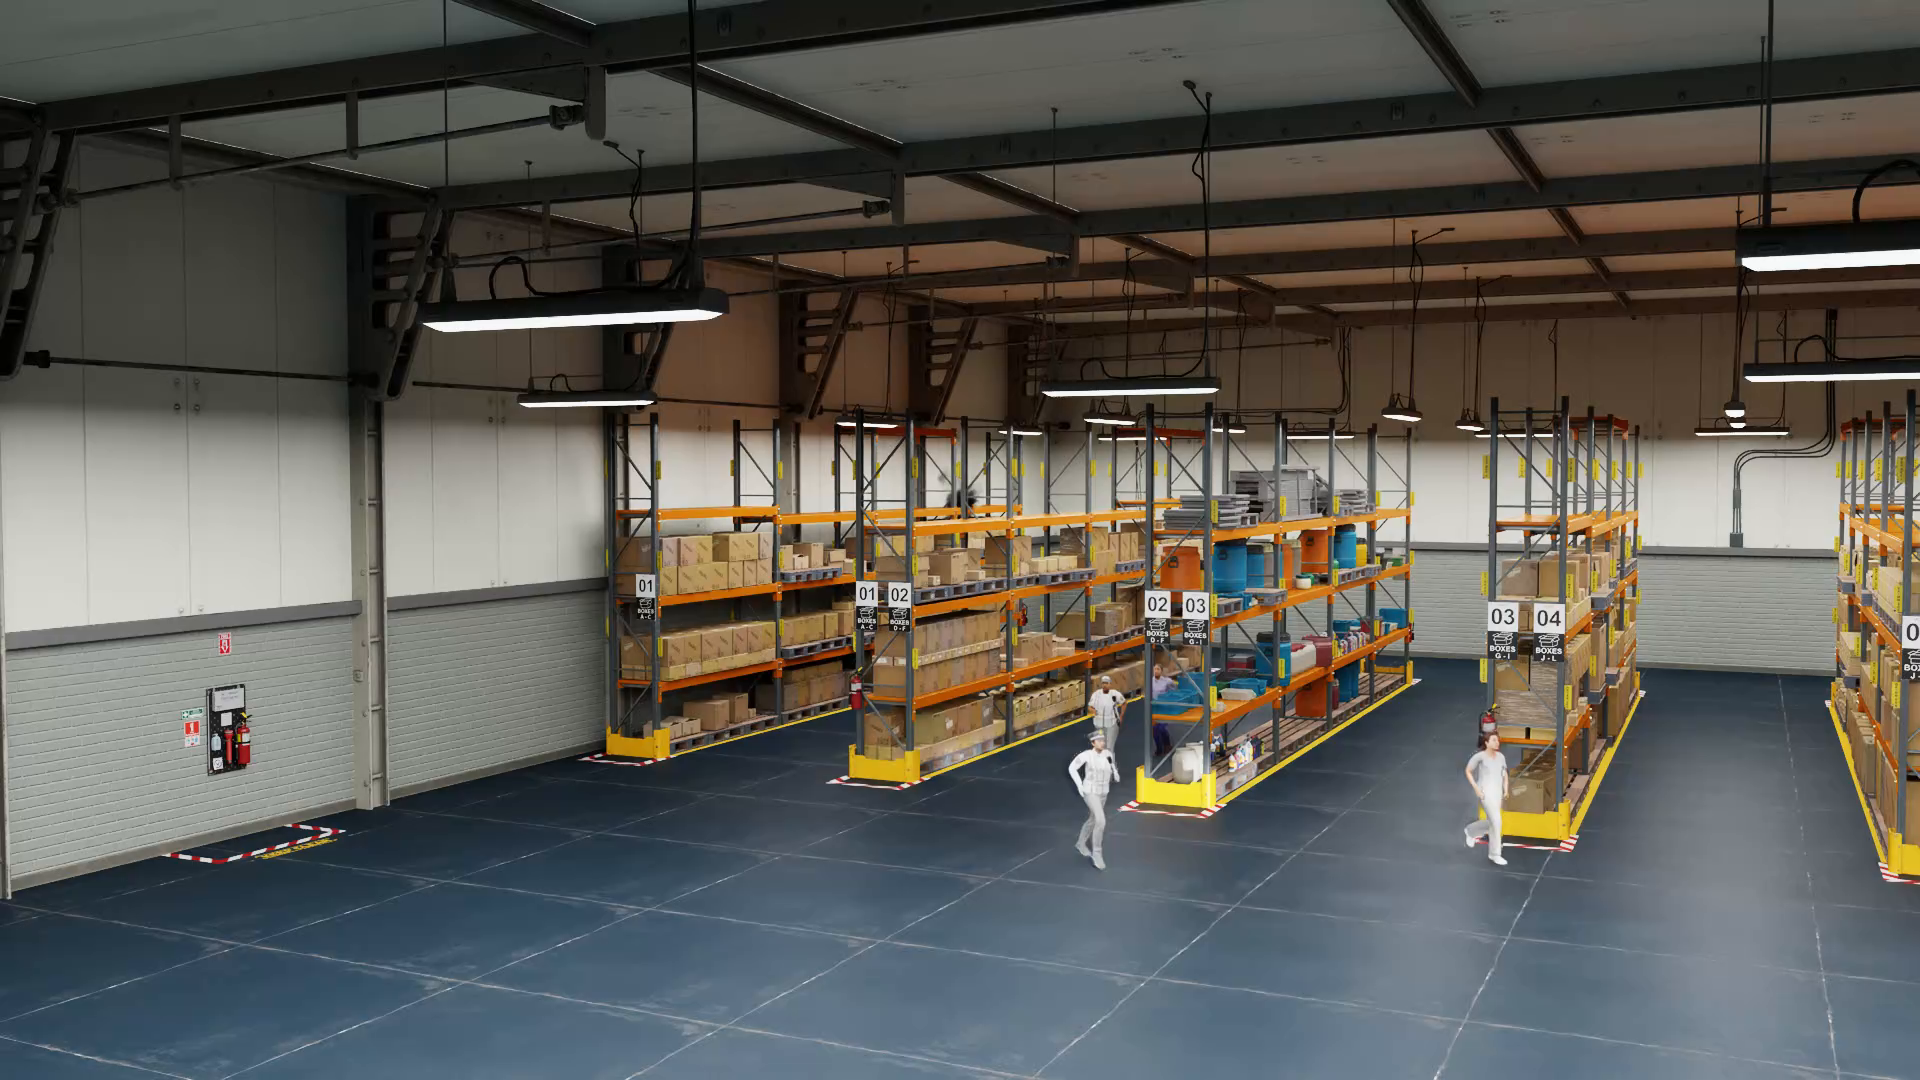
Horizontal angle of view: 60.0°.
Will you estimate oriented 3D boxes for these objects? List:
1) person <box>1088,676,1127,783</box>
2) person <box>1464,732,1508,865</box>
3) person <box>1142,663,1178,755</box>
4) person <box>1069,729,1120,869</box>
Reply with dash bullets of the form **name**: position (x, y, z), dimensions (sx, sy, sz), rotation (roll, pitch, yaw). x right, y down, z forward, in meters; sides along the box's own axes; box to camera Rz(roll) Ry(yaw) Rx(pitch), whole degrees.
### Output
- **person**: position (2.371, 3.049, 26.957), dimensions (0.587, 1.723, 0.762), rotation (1, 3, 22)
- **person**: position (6.807, 3.290, 21.451), dimensions (0.583, 1.656, 0.806), rotation (-1, 3, -24)
- **person**: position (3.455, 2.972, 29.096), dimensions (0.603, 1.597, 0.573), rotation (1, 3, 26)
- **person**: position (1.728, 3.267, 21.203), dimensions (0.606, 1.743, 0.759), rotation (-2, 3, -37)
